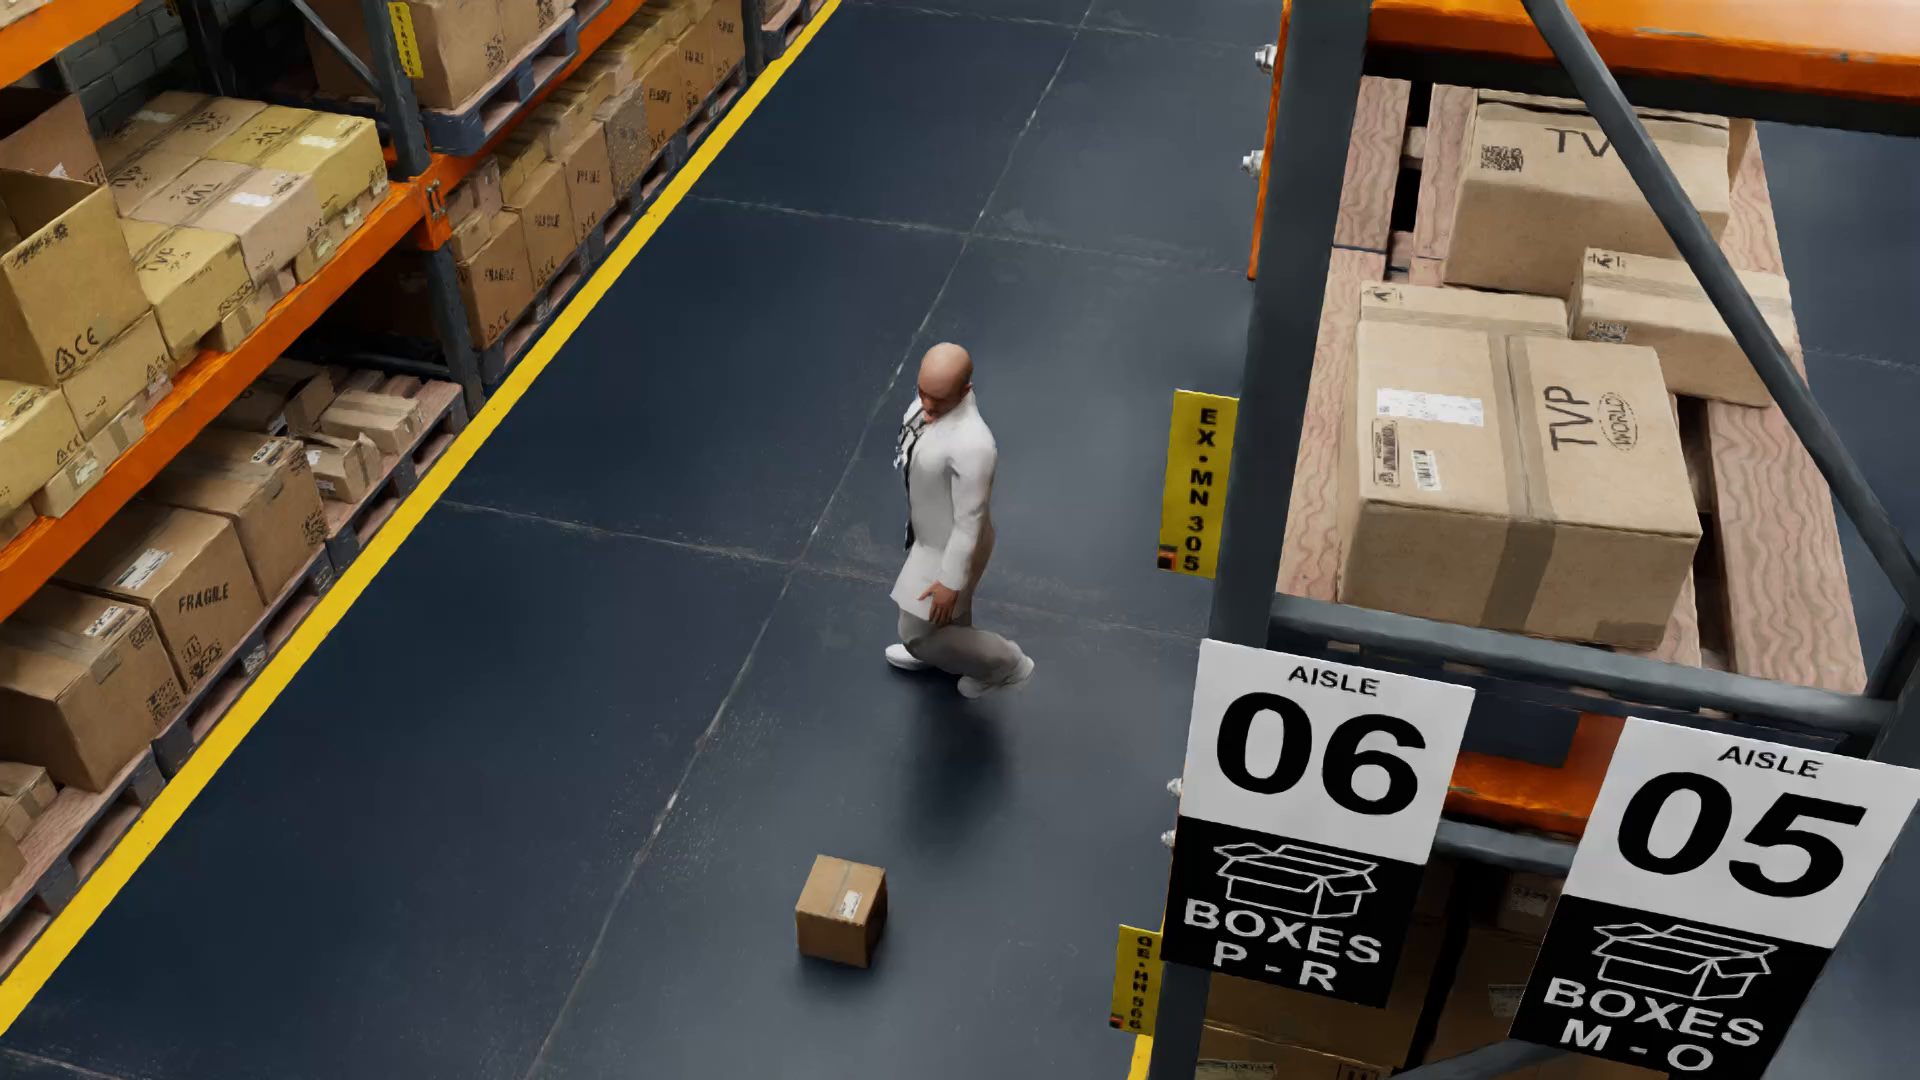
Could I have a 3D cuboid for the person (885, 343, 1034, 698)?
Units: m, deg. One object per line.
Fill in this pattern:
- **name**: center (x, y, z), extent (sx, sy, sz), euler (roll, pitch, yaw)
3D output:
- **person**: center (-0.029, -0.015, 6.173), extent (0.514, 1.760, 0.653), euler (-7, 41, -8)
